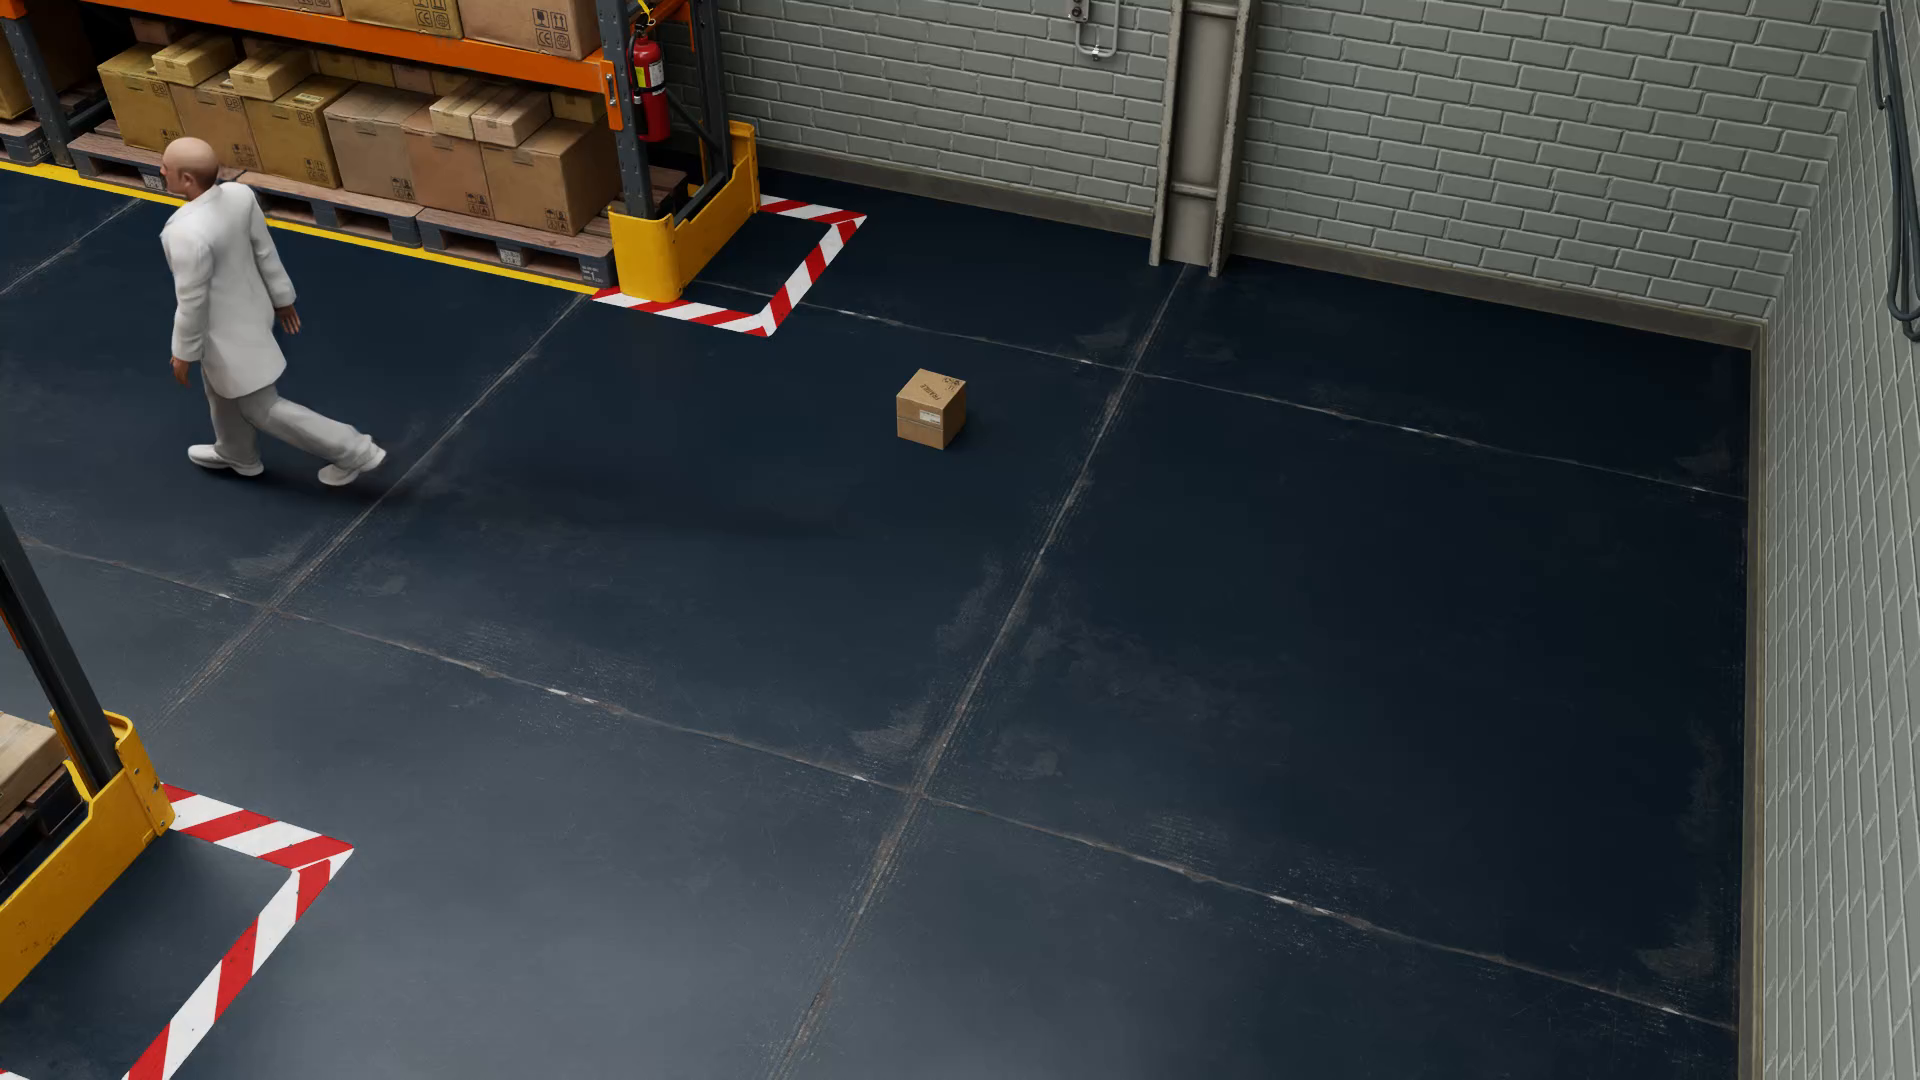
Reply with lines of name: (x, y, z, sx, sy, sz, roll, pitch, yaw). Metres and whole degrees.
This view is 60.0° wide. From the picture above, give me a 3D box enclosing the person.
person: (-3.141, -0.931, 7.238, 1.043, 1.741, 0.614, 2, 41, 2)
